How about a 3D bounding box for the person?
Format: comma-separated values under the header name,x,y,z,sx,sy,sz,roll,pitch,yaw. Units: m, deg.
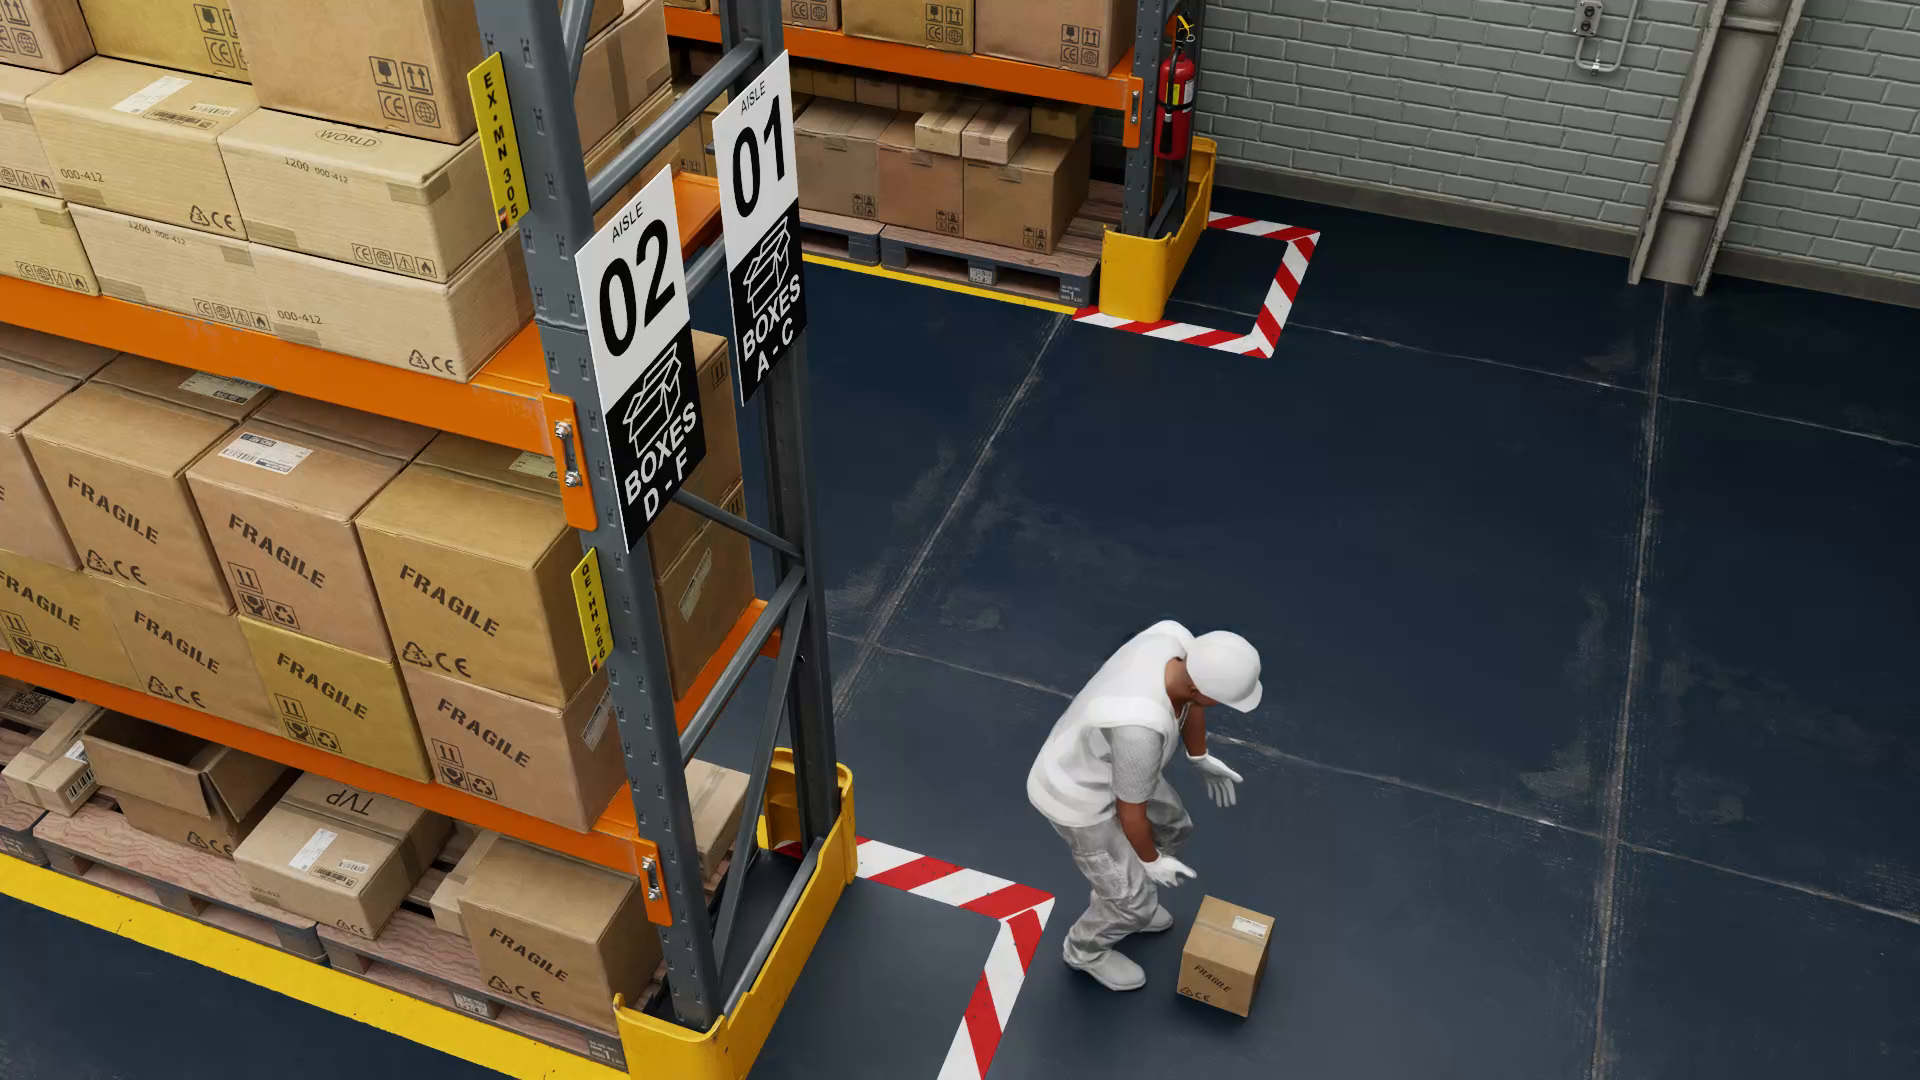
name,x,y,z,sx,sy,sz,roll,pitch,yaw
person,0.578,0.812,5.390,0.674,1.552,0.607,17,44,19
